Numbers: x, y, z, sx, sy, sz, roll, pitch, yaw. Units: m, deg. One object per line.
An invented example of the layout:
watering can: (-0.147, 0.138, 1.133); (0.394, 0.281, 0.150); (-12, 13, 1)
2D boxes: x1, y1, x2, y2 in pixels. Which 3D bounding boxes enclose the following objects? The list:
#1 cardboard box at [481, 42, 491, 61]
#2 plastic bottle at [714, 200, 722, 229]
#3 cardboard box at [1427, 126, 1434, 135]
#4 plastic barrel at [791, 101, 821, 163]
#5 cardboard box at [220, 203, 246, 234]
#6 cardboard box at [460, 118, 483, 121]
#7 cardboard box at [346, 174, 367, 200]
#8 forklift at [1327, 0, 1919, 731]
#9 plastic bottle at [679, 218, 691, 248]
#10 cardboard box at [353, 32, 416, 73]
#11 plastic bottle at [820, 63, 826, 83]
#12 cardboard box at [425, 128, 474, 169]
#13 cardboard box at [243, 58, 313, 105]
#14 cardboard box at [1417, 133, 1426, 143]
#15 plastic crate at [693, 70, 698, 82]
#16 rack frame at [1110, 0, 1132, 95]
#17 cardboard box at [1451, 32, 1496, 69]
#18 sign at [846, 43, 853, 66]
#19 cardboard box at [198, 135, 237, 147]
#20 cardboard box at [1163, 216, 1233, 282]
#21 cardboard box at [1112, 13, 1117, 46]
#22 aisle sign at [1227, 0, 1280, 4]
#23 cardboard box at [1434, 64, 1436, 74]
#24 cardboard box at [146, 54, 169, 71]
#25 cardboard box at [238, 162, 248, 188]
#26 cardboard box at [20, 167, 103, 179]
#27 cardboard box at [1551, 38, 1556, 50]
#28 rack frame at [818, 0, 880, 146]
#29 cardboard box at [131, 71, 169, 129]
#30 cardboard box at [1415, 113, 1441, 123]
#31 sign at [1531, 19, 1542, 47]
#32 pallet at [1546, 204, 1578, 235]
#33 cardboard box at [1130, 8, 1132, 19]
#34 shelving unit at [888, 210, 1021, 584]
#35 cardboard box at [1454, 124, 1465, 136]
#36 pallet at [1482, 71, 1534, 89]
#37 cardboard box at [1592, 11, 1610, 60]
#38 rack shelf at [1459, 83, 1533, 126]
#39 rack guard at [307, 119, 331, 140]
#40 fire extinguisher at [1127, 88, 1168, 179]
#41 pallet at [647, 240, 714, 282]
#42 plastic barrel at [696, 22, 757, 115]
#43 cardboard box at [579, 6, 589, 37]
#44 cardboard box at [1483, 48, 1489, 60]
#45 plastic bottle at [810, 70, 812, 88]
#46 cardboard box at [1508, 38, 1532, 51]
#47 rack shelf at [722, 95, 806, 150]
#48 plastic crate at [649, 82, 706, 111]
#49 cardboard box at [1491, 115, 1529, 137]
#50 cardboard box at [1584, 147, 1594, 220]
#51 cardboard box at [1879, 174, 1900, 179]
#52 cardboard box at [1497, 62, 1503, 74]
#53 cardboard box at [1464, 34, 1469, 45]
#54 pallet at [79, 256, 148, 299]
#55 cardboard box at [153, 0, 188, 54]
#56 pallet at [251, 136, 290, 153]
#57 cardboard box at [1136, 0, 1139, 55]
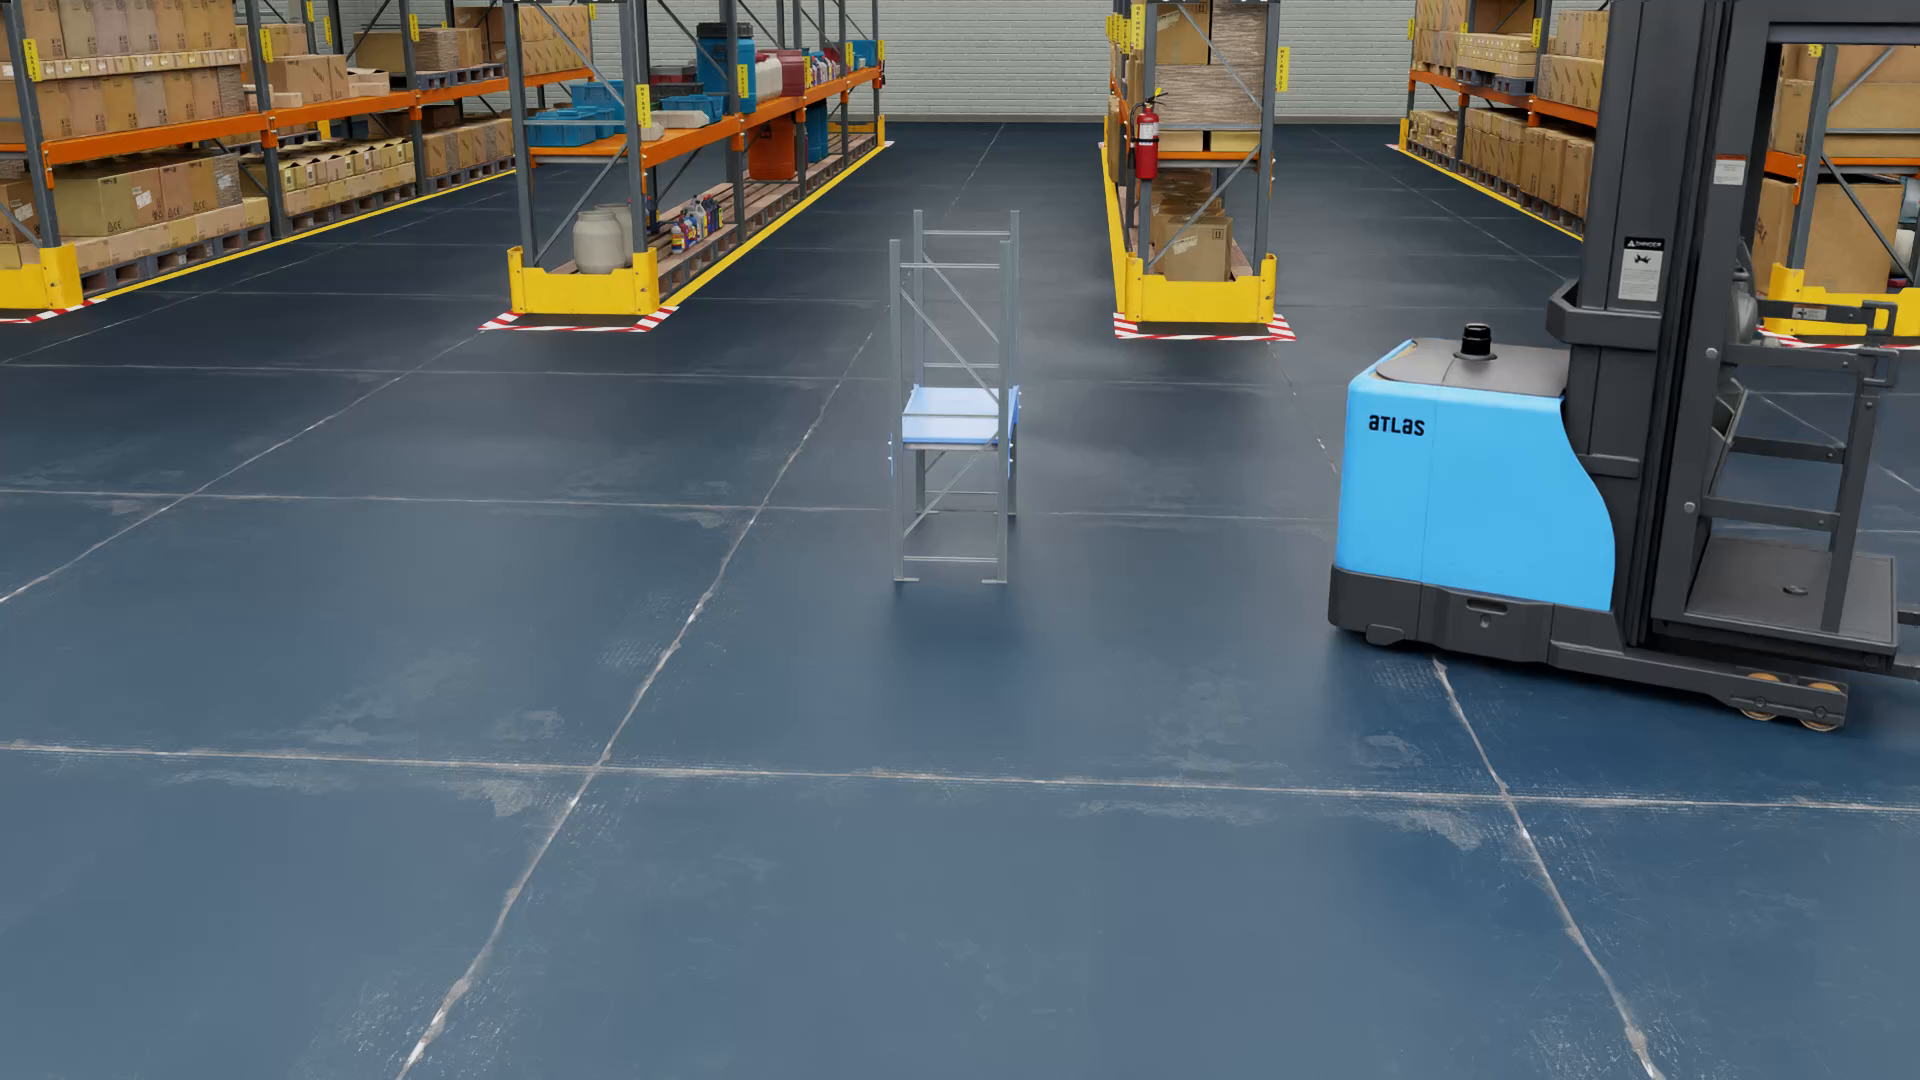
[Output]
cardboard box: (-7.335, -7.340, 25.346); (0.500, 0.500, 0.500); (2, 18, 5)
plastic bottle: (-2.454, -3.297, 16.822); (0.061, 0.283, 0.133); (2, 18, 7)
cardboard box: (7.642, -6.515, 26.415); (0.380, 0.149, 0.250); (0, 18, 1)
plastic barrel: (-2.282, -5.834, 23.605); (0.600, 0.901, 0.708); (1, 18, 4)
cardboard box: (-7.550, -3.236, 16.722); (0.500, 0.250, 0.500); (1, 18, 4)
cardboard box: (-7.393, -6.008, 24.749); (0.500, 0.500, 0.500); (0, 18, 1)
cardboard box: (-7.303, -4.137, 19.473); (0.500, 0.250, 0.500); (2, 18, 5)
forklift: (3.028, -0.908, 5.986); (3.031, 2.935, 1.130); (9, 20, 26)
plastic bottle: (-2.570, -2.868, 15.533); (0.097, 0.271, 0.097); (0, 18, 0)
cardboard box: (-7.469, -6.334, 21.602); (0.700, 0.500, 0.500); (-5, 19, -15)
plastic bottle: (-1.953, -6.519, 23.201); (0.152, 0.276, 0.135); (1, 18, 4)
cardboard box: (-7.011, -5.364, 22.783); (0.500, 0.500, 0.500); (1, 18, 3)
cardboard box: (-7.580, -5.096, 18.498); (0.500, 0.500, 0.500); (3, 18, 8)
cardboard box: (7.559, -6.461, 26.728); (0.380, 0.149, 0.250); (2, 18, 5)
plastic crate: (-2.980, -4.877, 18.015); (0.392, 0.384, 0.575); (1, 18, 4)
rack frame: (3.052, -8.151, 27.983); (1.000, 3.000, 0.127); (1, 18, 4)
cardboard box: (7.458, -7.112, 24.174); (0.500, 0.500, 0.500); (1, 18, 4)
sign: (-1.626, -7.138, 24.447); (0.100, 0.325, 0.005); (1, 18, 4)
cardboard box: (-11.901, -6.483, 26.229); (0.700, 0.500, 0.500); (2, 18, 5)
cardboard box: (1.967, -2.387, 13.732); (0.500, 0.500, 0.500); (5, 19, 14)
cardboard box: (2.681, -8.119, 26.441); (0.500, 0.500, 0.500); (1, 18, 2)
aisle sign: (2.200, -4.392, 12.333); (0.394, 0.787, 0.004); (1, 18, 4)
cardboard box: (7.581, -7.311, 25.822); (0.380, 0.149, 0.250); (2, 18, 6)
cardboard box: (-7.603, -4.436, 15.443); (0.380, 0.149, 0.250); (2, 18, 6)
cardboard box: (-7.946, -3.938, 17.966); (0.500, 0.311, 0.500); (1, 18, 4)
cardboard box: (-8.177, -3.138, 15.219); (0.500, 0.500, 0.500); (1, 18, 4)
cardboard box: (7.703, -6.269, 21.010); (0.380, 0.149, 0.250); (1, 18, 2)
rack frame: (-1.888, -8.262, 28.320); (1.000, 3.000, 0.127); (1, 18, 4)
cardboard box: (-7.821, -4.078, 15.389); (0.700, 0.500, 0.500); (2, 18, 6)
cardboard box: (7.570, -6.818, 26.862); (0.380, 0.149, 0.250); (1, 18, 4)
sign: (6.877, -6.047, 19.827); (0.100, 0.325, 0.005); (1, 18, 4)
pallet: (7.197, -3.579, 18.505); (1.003, 0.211, 1.213); (1, 18, 4)
cardboard box: (2.667, -7.022, 22.764); (0.797, 0.503, 0.637); (1, 18, 5)
shelving unit: (-0.006, -0.686, 7.609); (0.538, 1.500, 1.048); (1, 18, 4)
cardboard box: (7.471, -6.011, 24.399); (0.380, 0.149, 0.250); (2, 18, 5)
pallet: (7.520, -6.049, 21.875); (1.003, 0.211, 1.213); (1, 18, 4)
cardboard box: (7.271, -5.433, 17.920); (0.700, 0.500, 0.500); (1, 18, 3)
rack shelf: (7.562, -5.804, 21.974); (1.077, 0.370, 4.000); (1, 18, 4)
rack guard: (-11.768, -7.303, 29.407); (1.175, 0.500, 0.348); (1, 18, 4)
fire extinguisher: (1.437, -3.120, 12.752); (0.296, 0.674, 0.183); (1, 18, 4)
pallet: (-2.923, -2.622, 15.587); (1.003, 0.211, 1.213); (1, 18, 4)
plastic barrel: (-2.419, -4.887, 17.214); (0.600, 0.901, 0.708); (1, 18, 4)
cardboard box: (-6.586, -8.752, 28.049); (0.500, 0.500, 0.500); (1, 18, 3)
cardboard box: (7.108, -6.391, 21.861); (0.380, 0.149, 0.250); (1, 18, 3)
plastic bottle: (-2.013, -6.136, 22.037); (0.097, 0.271, 0.097); (0, 18, 0)
cardboard box: (7.017, -6.128, 20.581); (0.380, 0.149, 0.250); (1, 18, 3)
rack shelf: (-2.605, -4.814, 18.954); (1.077, 0.370, 4.000); (1, 18, 4)
plastic crate: (-2.913, -4.346, 16.468); (0.767, 0.338, 0.504); (1, 18, 4)
cardboard box: (7.283, -5.426, 21.800); (0.500, 0.250, 0.500); (2, 18, 5)
cardboard box: (7.087, -3.608, 17.054); (1.050, 0.750, 0.750); (1, 18, 4)
cardboard box: (12.564, -5.125, 21.485); (0.875, 0.875, 0.875); (2, 18, 5)
cardboard box: (7.055, -6.003, 21.154); (0.380, 0.149, 0.250); (1, 18, 3)
cardboard box: (7.204, -6.931, 23.032); (0.380, 0.149, 0.250); (2, 18, 5)
pallet: (-7.962, -2.318, 14.658); (1.003, 0.211, 1.213); (1, 18, 4)
cardboard box: (-7.786, -4.860, 15.695); (0.700, 0.500, 0.500); (1, 18, 4)
pallet: (-11.839, -6.530, 27.513); (1.003, 0.211, 1.213); (1, 18, 4)
cardboard box: (1.810, -4.488, 14.559); (0.500, 0.500, 0.500); (1, 18, 4)
